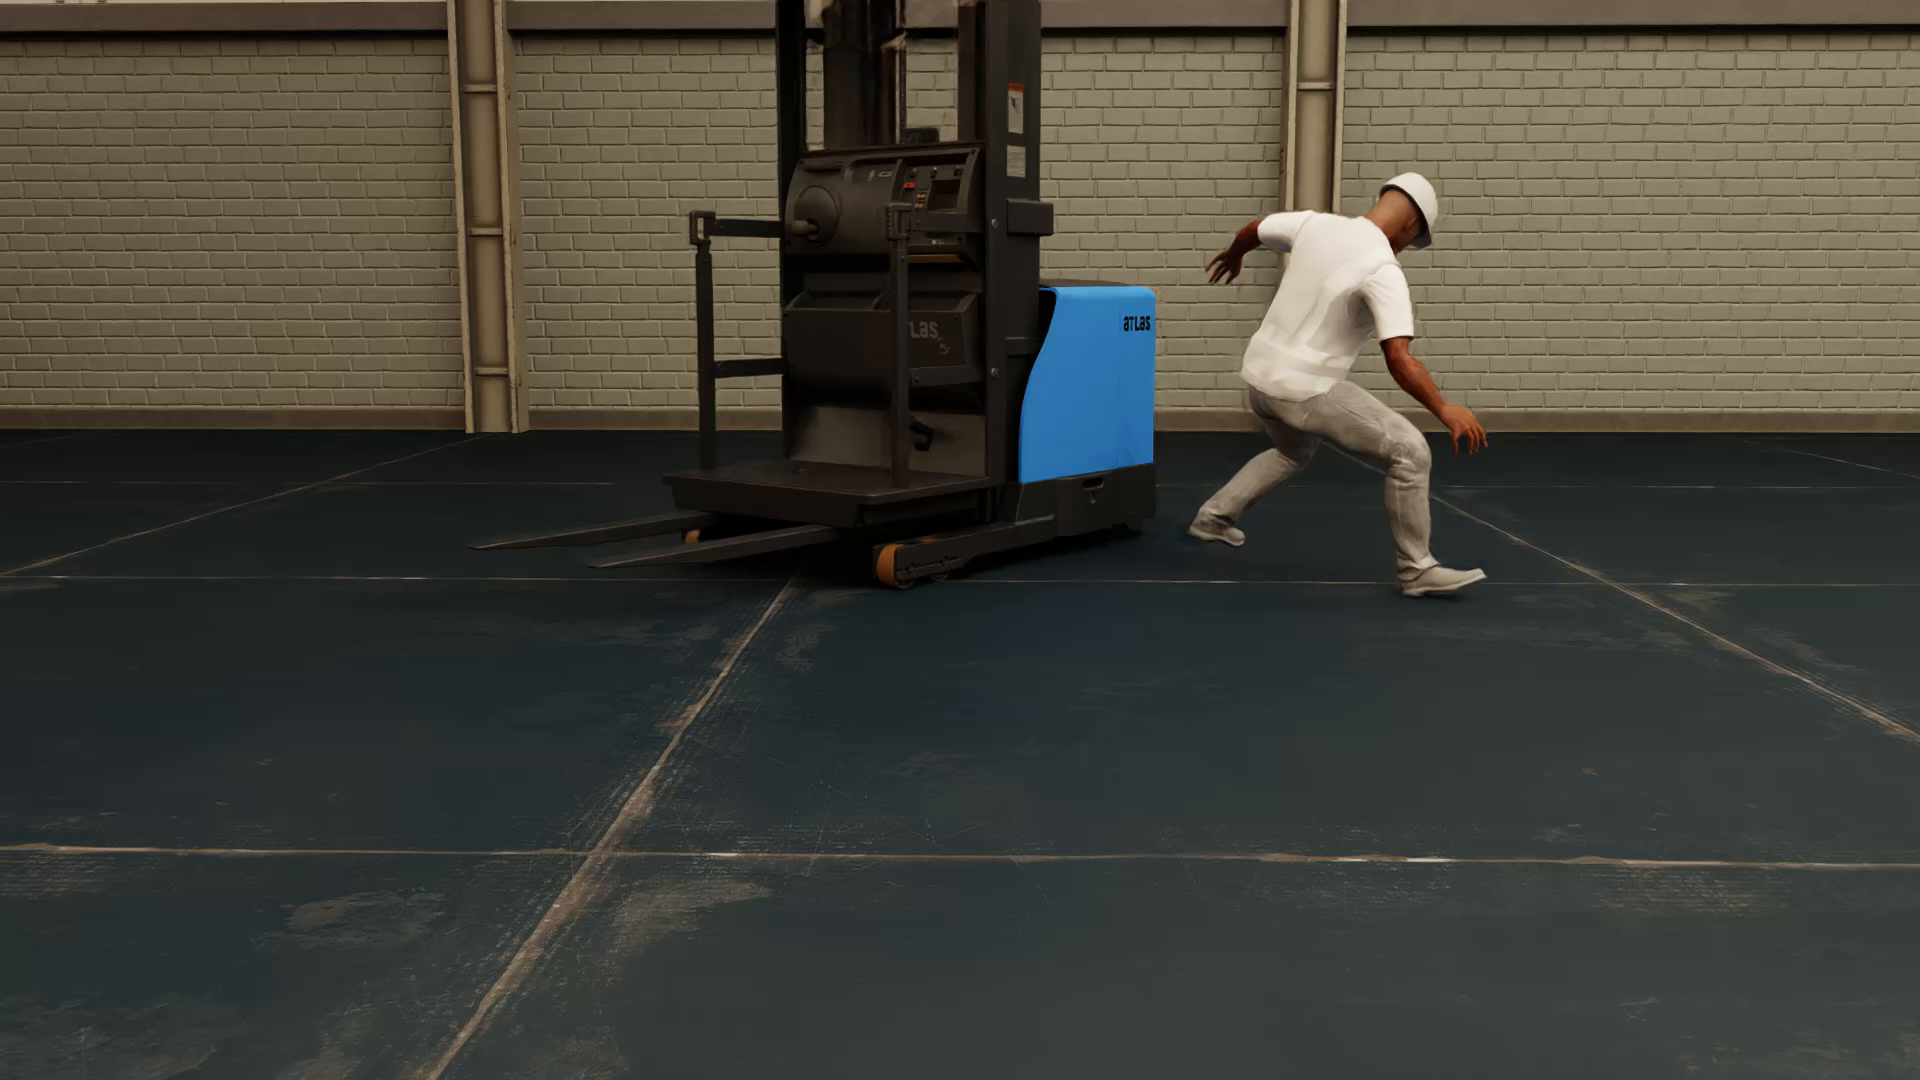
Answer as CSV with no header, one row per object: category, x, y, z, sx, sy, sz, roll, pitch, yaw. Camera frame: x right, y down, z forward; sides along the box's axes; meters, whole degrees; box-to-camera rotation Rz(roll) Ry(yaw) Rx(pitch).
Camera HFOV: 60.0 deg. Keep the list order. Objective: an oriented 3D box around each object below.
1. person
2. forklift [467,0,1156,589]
person,1.296,-0.569,6.035,0.726,1.480,1.227,-3,9,-17
forklift,-0.441,-1.356,6.298,1.130,2.935,3.031,7,11,38
